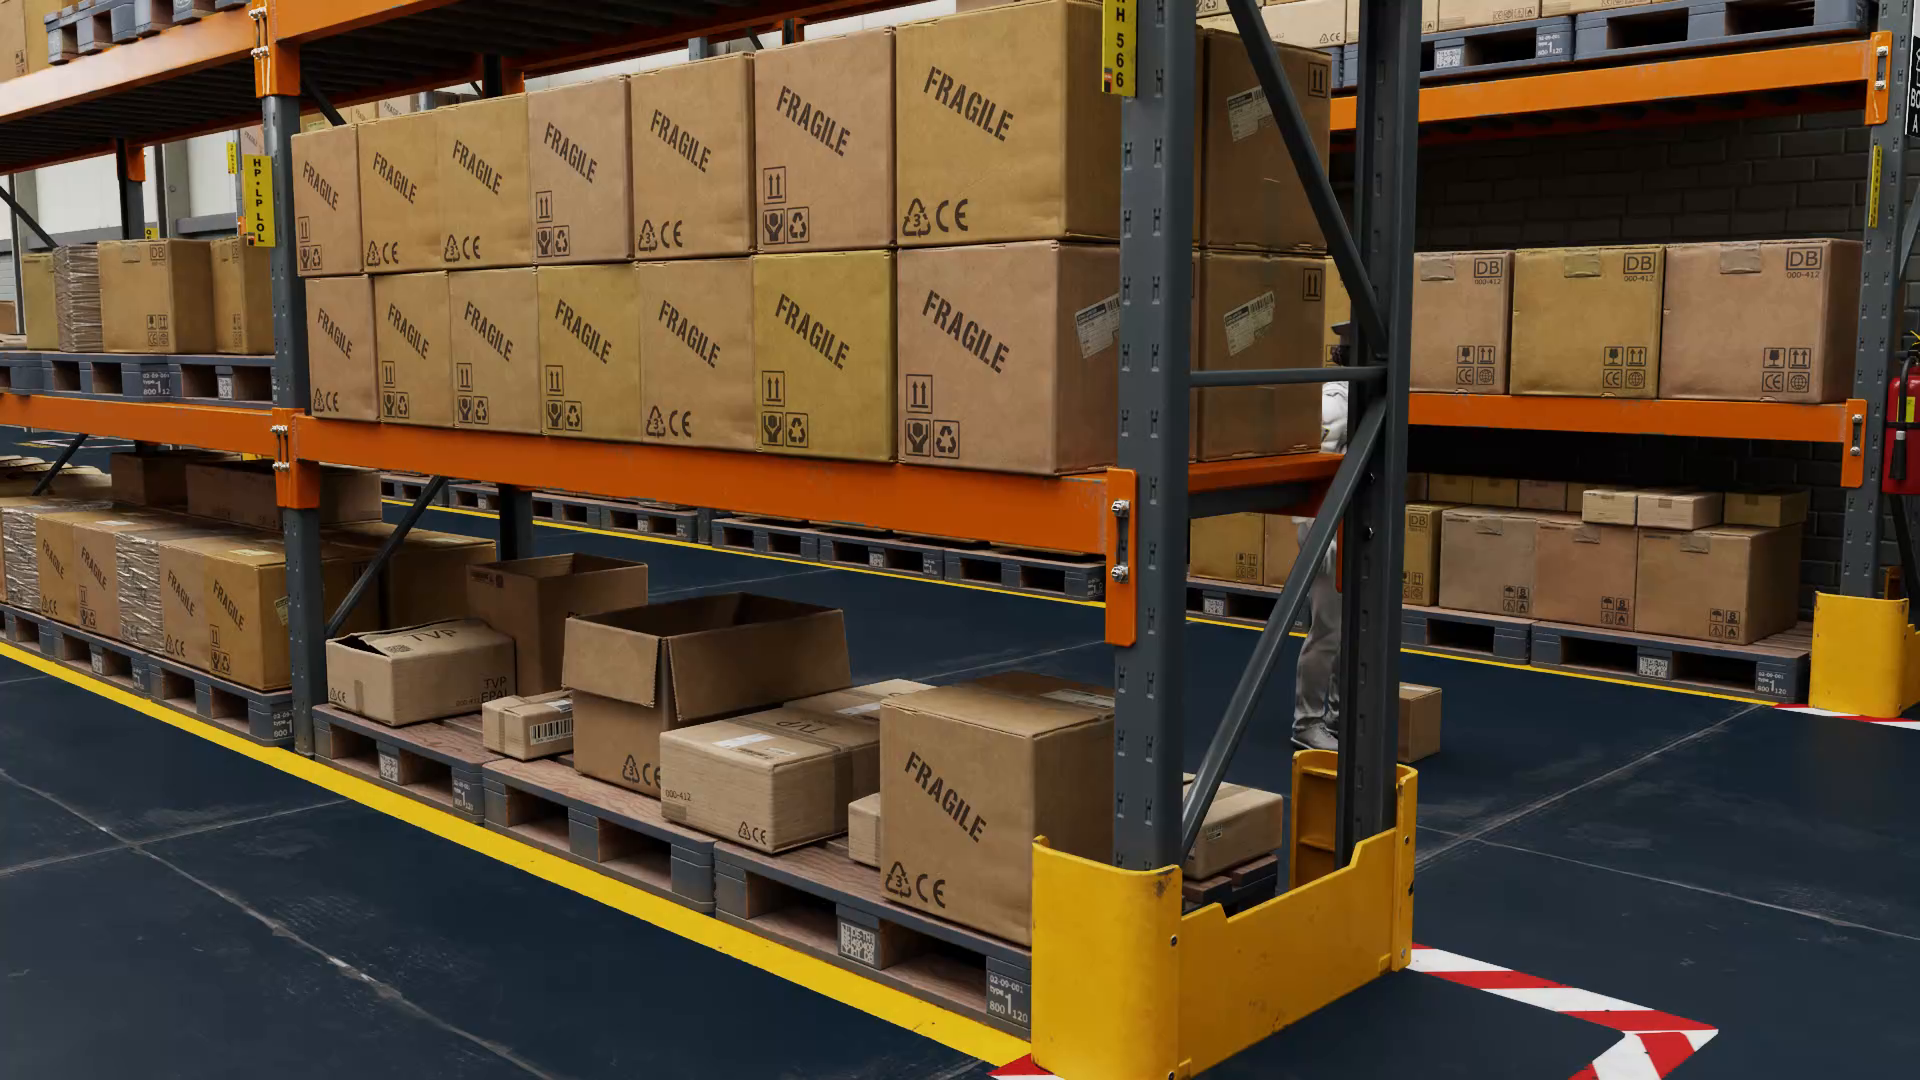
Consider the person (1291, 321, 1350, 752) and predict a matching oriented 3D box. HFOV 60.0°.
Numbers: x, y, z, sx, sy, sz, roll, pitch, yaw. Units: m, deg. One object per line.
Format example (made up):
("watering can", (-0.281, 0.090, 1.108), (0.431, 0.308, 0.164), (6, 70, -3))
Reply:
("person", (1.498, -0.026, 6.455), (0.377, 1.663, 0.531), (7, 10, 43))
